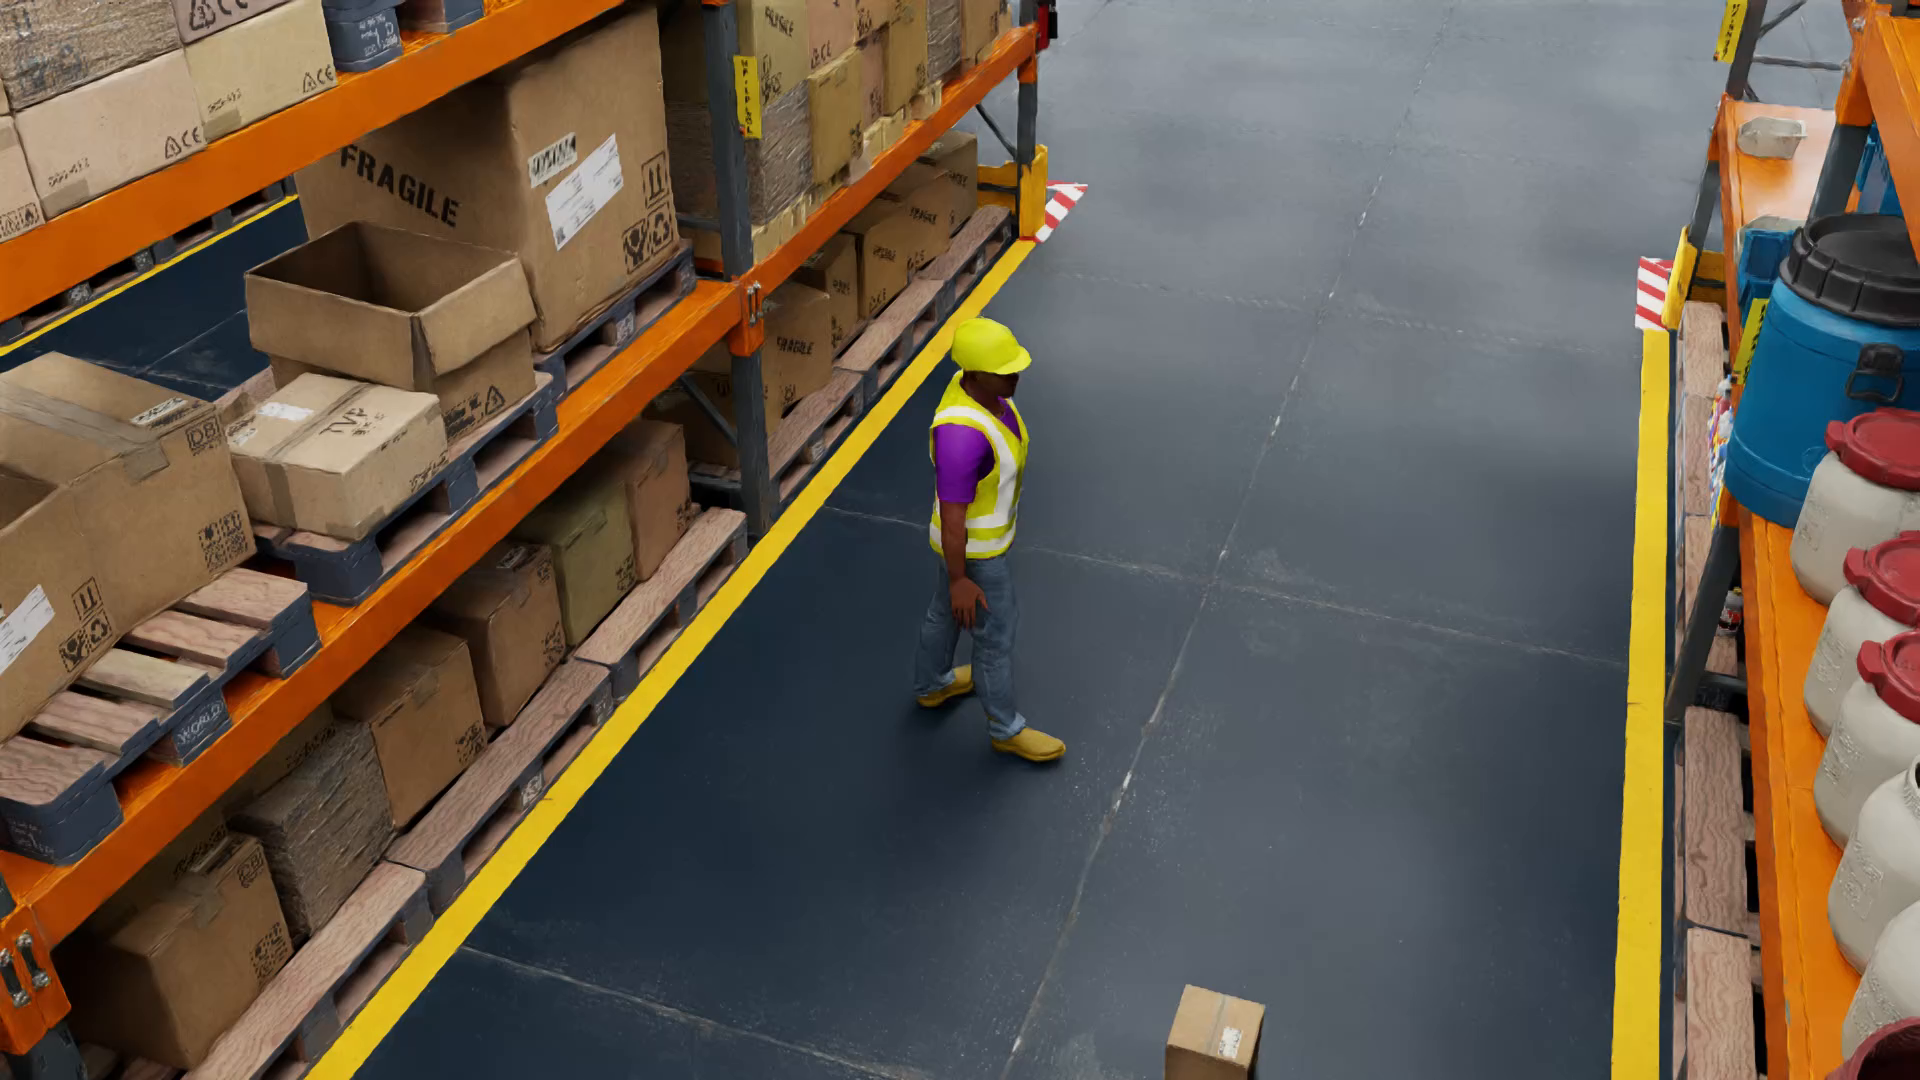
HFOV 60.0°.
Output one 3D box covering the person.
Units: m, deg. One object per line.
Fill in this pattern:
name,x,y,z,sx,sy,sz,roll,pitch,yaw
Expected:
person,0.113,0.005,6.094,0.628,1.766,0.708,3,33,5
